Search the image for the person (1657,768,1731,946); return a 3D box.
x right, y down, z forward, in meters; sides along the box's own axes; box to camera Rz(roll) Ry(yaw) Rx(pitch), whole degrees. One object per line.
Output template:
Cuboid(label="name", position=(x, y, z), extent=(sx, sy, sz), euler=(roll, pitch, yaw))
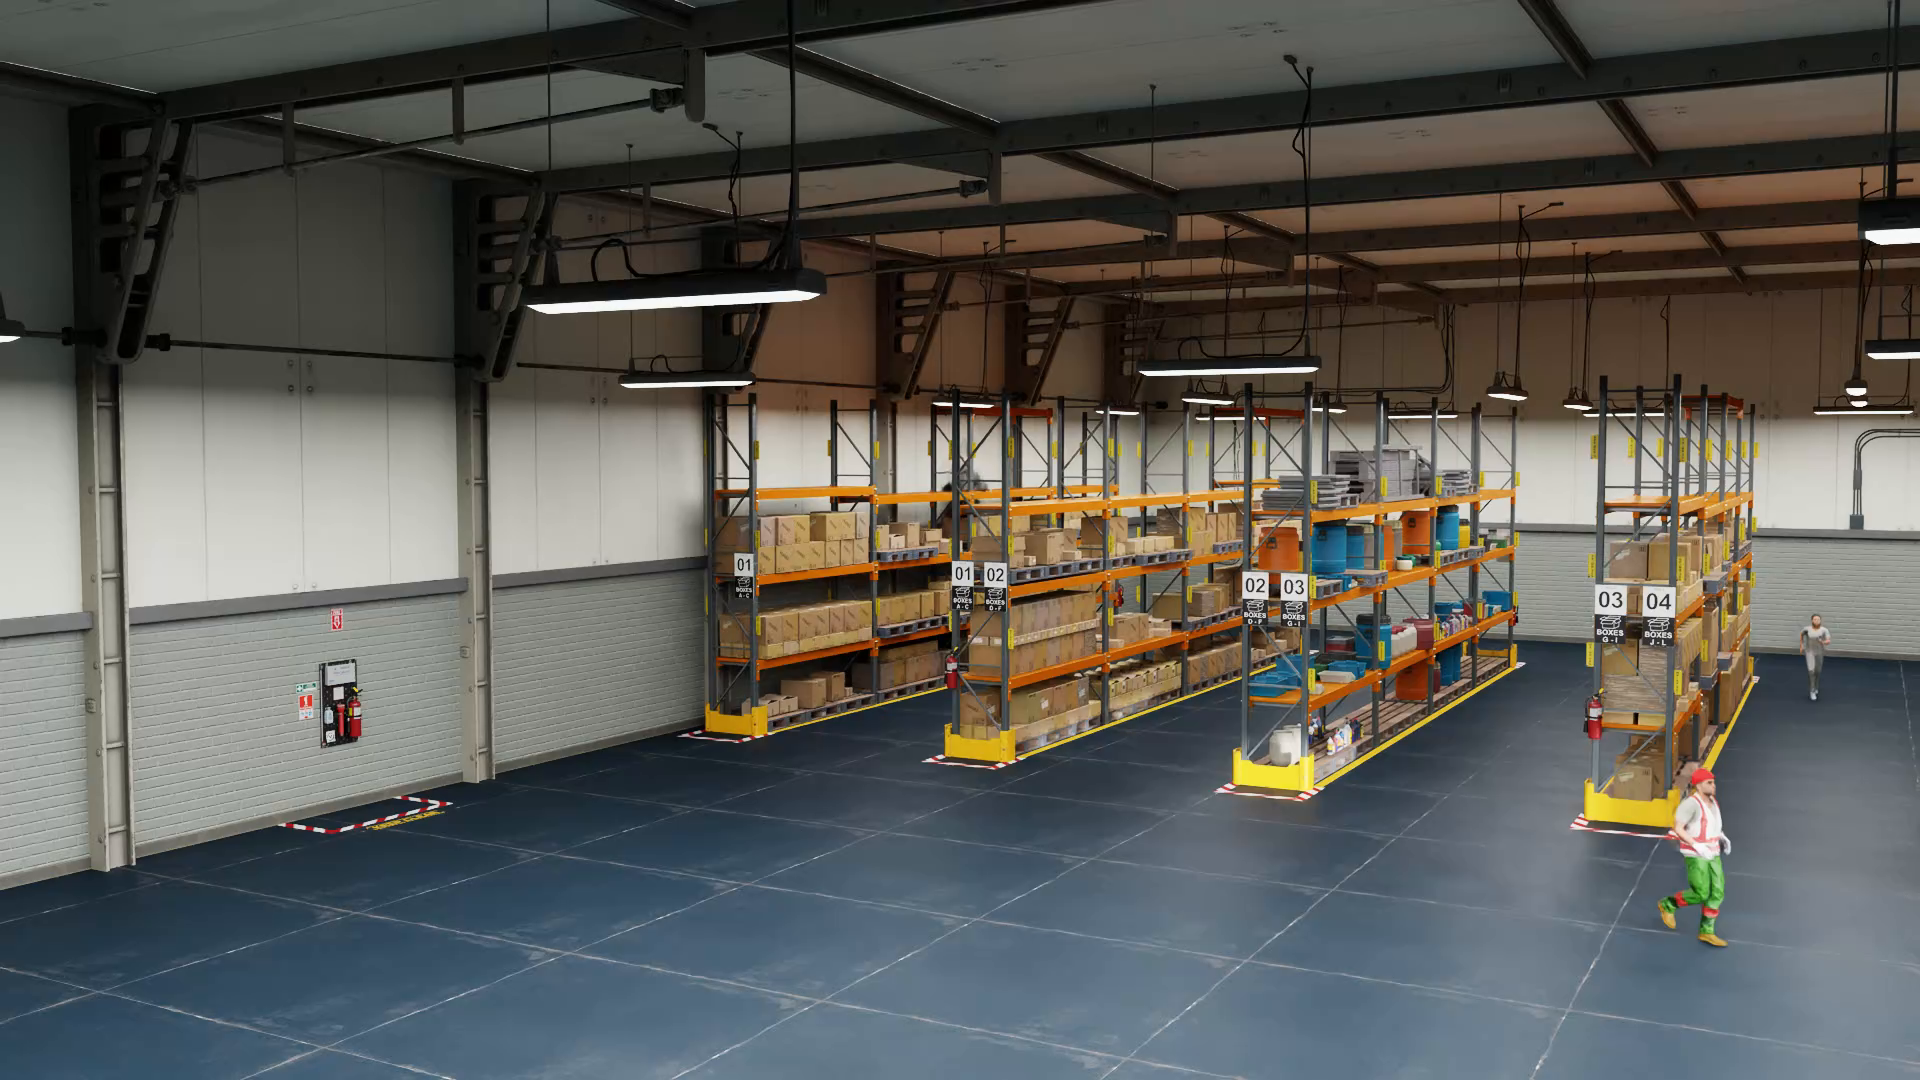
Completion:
Cuboid(label="person", position=(7.537, 3.206, 17.008), extent=(0.683, 1.771, 0.717), euler=(-2, 4, -32))

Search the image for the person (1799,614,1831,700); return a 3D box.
Cuboid(label="person", position=(17.276, 2.339, 33.612), extent=(0.536, 1.715, 0.855), euler=(1, 3, 19))
